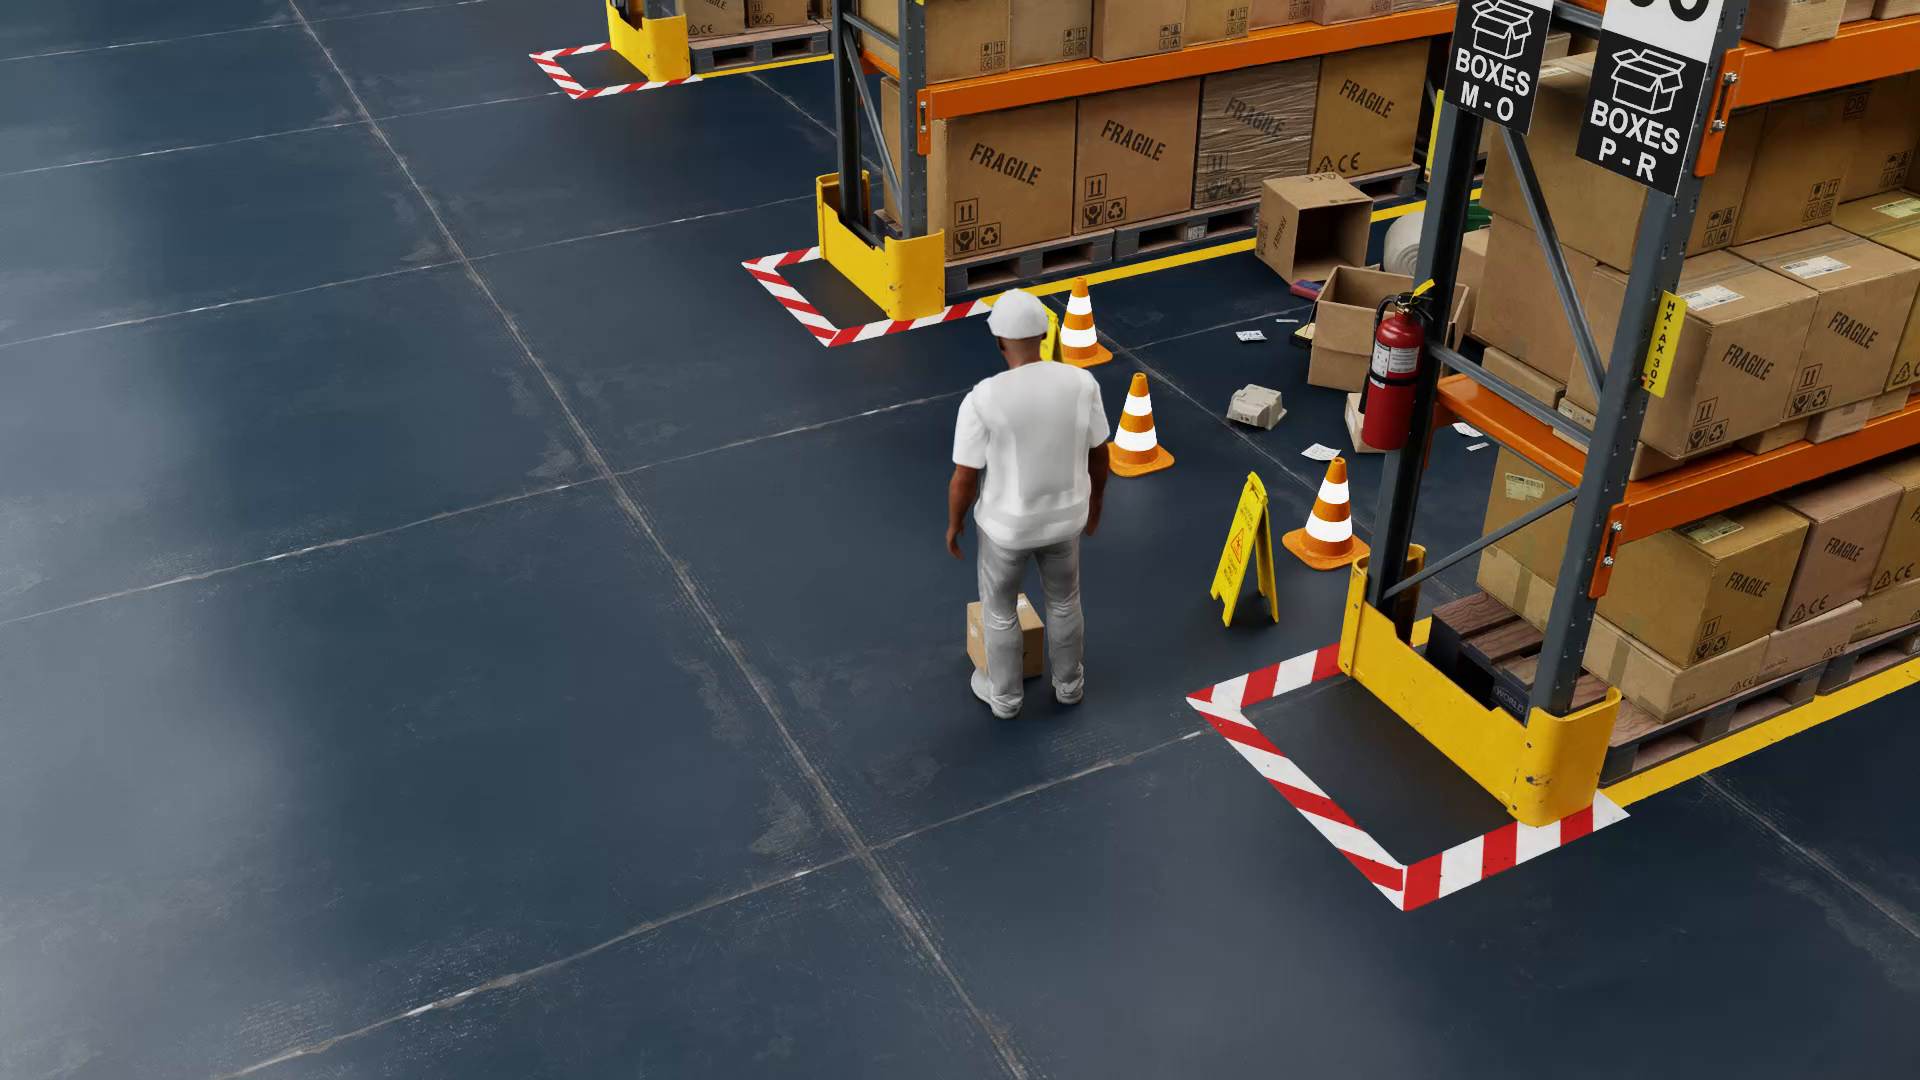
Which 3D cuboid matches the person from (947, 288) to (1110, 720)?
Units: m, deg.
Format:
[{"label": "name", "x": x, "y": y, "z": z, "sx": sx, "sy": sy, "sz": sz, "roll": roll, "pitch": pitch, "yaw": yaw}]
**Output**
[{"label": "person", "x": 0.254, "y": -0.108, "z": 6.289, "sx": 0.637, "sy": 1.761, "sz": 0.460, "roll": -10, "pitch": 34, "yaw": -15}]
